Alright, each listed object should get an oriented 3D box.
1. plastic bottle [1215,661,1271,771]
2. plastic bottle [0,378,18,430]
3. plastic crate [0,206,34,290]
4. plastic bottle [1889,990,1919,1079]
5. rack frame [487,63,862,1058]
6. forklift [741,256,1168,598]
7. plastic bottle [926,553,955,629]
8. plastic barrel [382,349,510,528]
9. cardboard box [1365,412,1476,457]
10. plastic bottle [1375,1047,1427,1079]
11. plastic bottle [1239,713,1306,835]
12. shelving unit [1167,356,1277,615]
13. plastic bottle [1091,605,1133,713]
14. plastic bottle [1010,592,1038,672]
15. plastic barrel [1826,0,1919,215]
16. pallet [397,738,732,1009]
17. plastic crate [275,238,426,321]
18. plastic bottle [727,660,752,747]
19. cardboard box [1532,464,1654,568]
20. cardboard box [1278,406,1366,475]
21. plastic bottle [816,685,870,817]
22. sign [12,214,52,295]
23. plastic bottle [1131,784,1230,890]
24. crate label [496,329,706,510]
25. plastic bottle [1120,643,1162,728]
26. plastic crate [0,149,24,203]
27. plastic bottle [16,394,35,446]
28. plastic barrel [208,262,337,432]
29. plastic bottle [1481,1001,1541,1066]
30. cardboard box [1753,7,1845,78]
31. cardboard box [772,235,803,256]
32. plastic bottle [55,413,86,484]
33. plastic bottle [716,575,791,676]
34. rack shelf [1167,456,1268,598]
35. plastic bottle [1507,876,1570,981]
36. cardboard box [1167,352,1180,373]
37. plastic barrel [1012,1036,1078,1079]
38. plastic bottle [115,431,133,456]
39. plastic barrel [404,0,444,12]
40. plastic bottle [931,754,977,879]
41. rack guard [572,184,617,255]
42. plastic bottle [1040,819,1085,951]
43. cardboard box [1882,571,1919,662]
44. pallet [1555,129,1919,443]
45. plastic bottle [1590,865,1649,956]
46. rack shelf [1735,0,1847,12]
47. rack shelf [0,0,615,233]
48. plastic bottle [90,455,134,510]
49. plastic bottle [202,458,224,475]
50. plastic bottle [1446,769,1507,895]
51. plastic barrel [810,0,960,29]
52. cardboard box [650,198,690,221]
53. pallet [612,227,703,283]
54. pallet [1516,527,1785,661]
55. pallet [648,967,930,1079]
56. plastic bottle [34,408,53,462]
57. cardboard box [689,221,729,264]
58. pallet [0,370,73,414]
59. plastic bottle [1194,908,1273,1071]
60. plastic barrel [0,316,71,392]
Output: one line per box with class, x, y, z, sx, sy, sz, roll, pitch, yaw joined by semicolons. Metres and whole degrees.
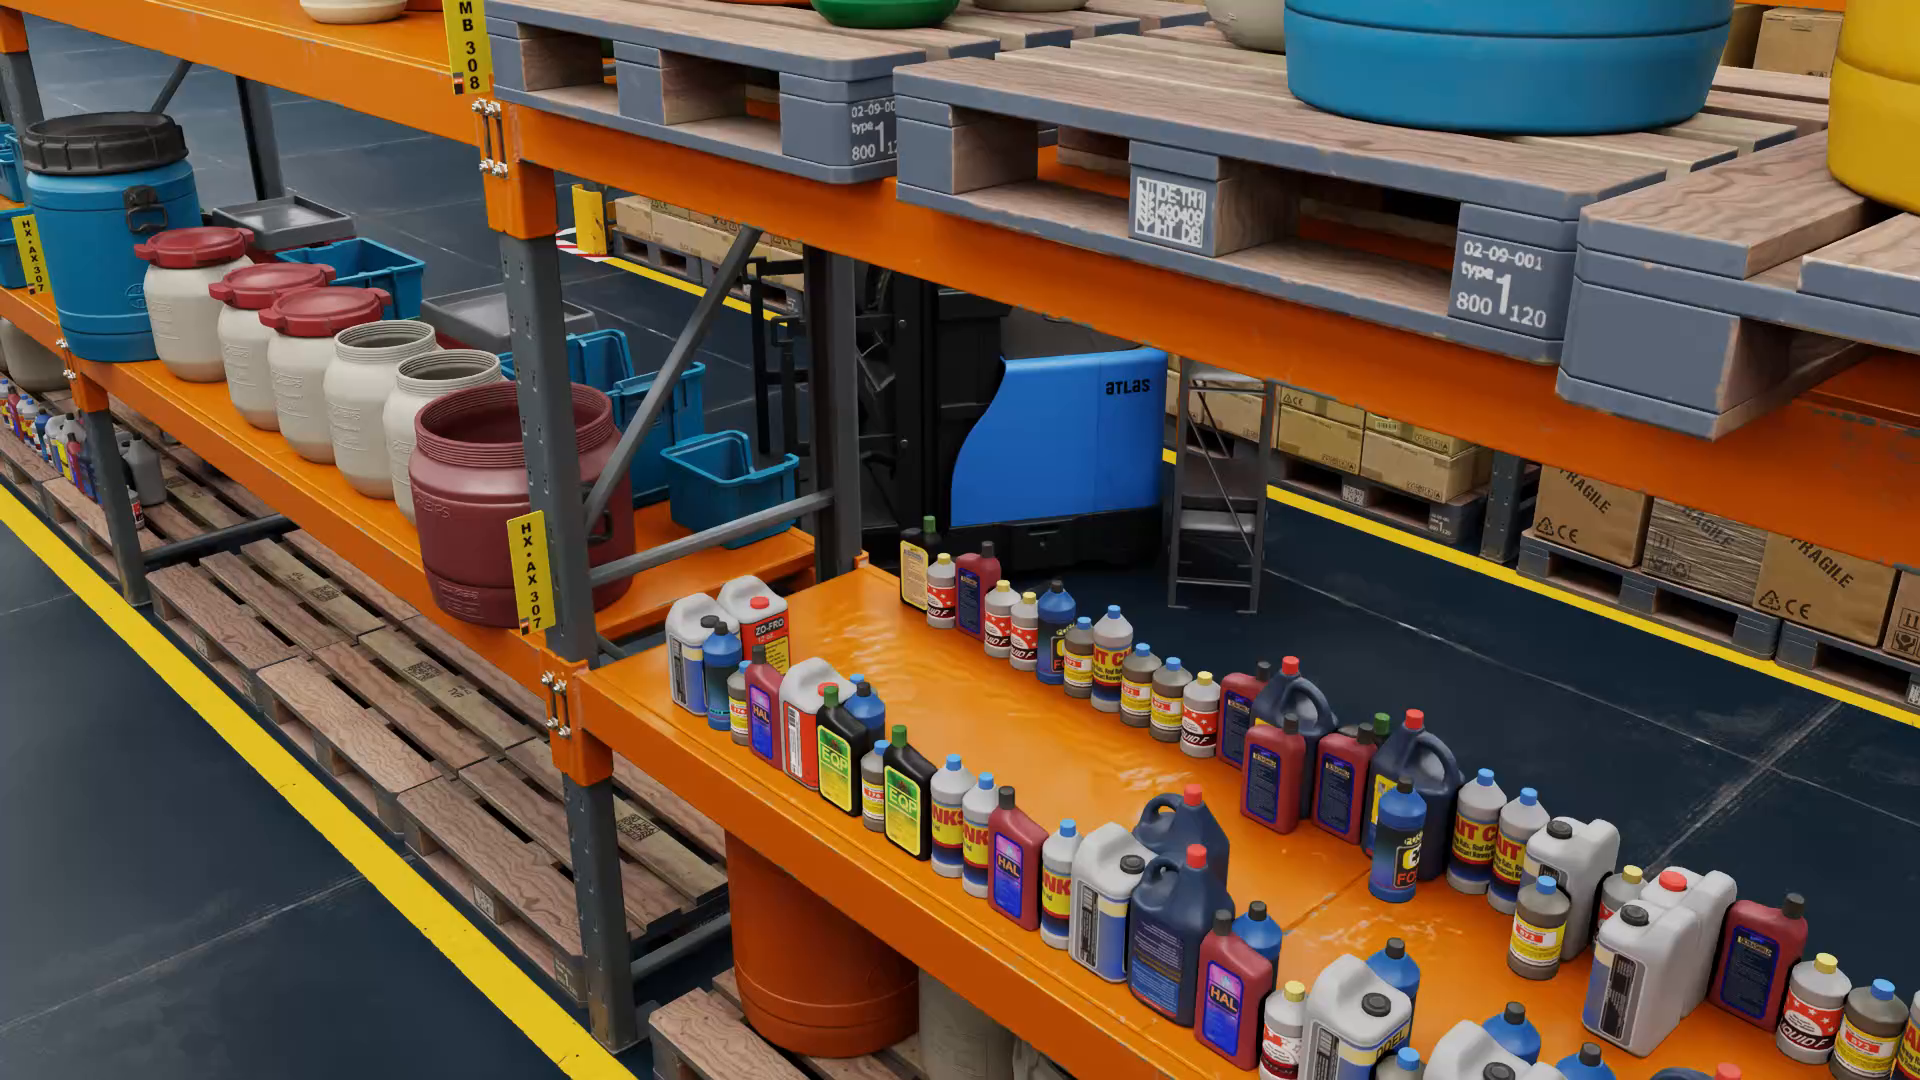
plastic bottle;0.672;0.403;3.892;0.061;0.283;0.133;-21;32;-38
plastic bottle;-5.154;-0.742;9.020;0.097;0.271;0.097;0;25;0
plastic crate;-4.386;-1.400;7.884;0.499;0.251;0.616;-21;32;-38
plastic bottle;1.689;0.871;2.882;0.097;0.271;0.097;0;25;0
rack frame;-0.697;0.003;4.630;1.000;3.000;0.127;-21;32;-38
forklift;-0.605;-1.271;7.505;3.031;2.935;1.130;-6;25;-13
plastic bottle;-0.044;0.135;4.580;0.097;0.201;0.097;0;25;0
plastic barrel;-1.556;-0.299;5.158;0.421;0.512;0.421;0;25;0
cardboard box;2.383;-0.686;8.270;0.500;0.311;0.500;-20;31;-37
plastic bottle;0.746;0.945;2.803;0.097;0.201;0.097;0;25;0
plastic bottle;0.693;0.500;3.680;0.061;0.283;0.133;-21;32;-38
shelving unit;1.181;-0.733;7.327;0.431;2.100;0.503;4;25;8
plastic bottle;0.380;0.291;4.154;0.097;0.271;0.097;0;25;0
plastic bottle;0.180;0.234;4.362;0.097;0.201;0.097;0;25;0
plastic barrel;1.265;-0.646;1.705;0.600;0.588;0.600;0;25;0
pallet;-1.198;1.025;5.748;1.003;0.211;1.213;-21;32;-38
plastic crate;-2.450;-0.956;6.751;0.392;0.384;0.575;-21;32;-38
plastic bottle;-0.512;0.388;4.025;0.097;0.201;0.097;0;25;0
cardboard box;3.023;-0.245;7.656;0.500;0.500;0.500;-20;31;-36
cardboard box;2.028;-0.587;8.730;0.500;0.250;0.500;-22;32;-39
plastic bottle;-0.263;0.472;3.742;0.061;0.283;0.133;-21;32;-38
sign;-3.840;-1.183;6.895;0.100;0.325;0.005;-21;32;-38
plastic bottle;0.436;0.634;3.307;0.144;0.351;0.185;-21;32;-38
crate label;-1.179;-0.391;5.451;0.502;0.435;0.616;-21;32;-38
plastic bottle;0.447;0.352;4.104;0.097;0.201;0.097;0;25;0
plastic crate;-5.165;-2.088;9.393;0.499;0.251;0.408;-21;32;-38
plastic bottle;-4.919;-0.639;8.793;0.097;0.271;0.097;0;25;0
plastic barrel;-2.436;-0.697;6.000;0.433;0.535;0.433;0;25;0
plastic bottle;0.923;0.900;2.818;0.097;0.271;0.097;0;25;0
cardboard box;5.804;-3.355;11.339;0.500;0.500;0.700;20;31;37
cardboard box;-0.967;-2.278;11.534;0.500;0.500;0.500;-21;32;-38
plastic bottle;-4.434;-0.474;8.336;0.144;0.351;0.185;-21;32;-39
plastic bottle;-0.526;0.239;4.262;0.152;0.276;0.135;-21;32;-38
rack shelf;1.181;-0.084;7.623;0.431;0.518;0.480;4;25;8
plastic bottle;1.129;0.747;3.239;0.097;0.201;0.097;0;25;0
cardboard box;1.339;-1.147;9.282;0.500;0.311;0.500;-20;31;-37
plastic barrel;0.421;1.394;3.979;0.600;0.588;0.708;-21;32;-38
plastic bottle;-4.122;-0.391;8.246;0.152;0.276;0.135;-21;32;-38
plastic barrel;-1.547;-2.066;5.033;0.600;0.830;0.708;-21;32;-38
plastic bottle;-0.013;0.577;3.526;0.097;0.271;0.097;0;25;0
rack guard;-2.563;-2.695;13.556;1.175;0.500;0.348;-21;32;-38
plastic bottle;0.211;0.677;3.308;0.097;0.271;0.097;0;25;0
cardboard box;4.085;0.222;6.632;0.500;0.500;0.500;22;33;40
pallet;1.430;-0.274;1.850;1.213;0.211;1.003;-21;32;-38
plastic bottle;1.306;0.733;3.268;0.097;0.201;0.097;0;25;0
rack shelf;4.288;-1.833;5.907;1.077;0.370;4.000;-21;32;-38
rack shelf;-2.064;-1.641;5.485;1.077;0.370;4.000;-21;32;-38
plastic bottle;-4.082;-0.318;7.994;0.144;0.351;0.185;-22;33;-40
plastic bottle;-3.785;-0.526;8.450;0.144;0.351;0.185;-21;32;-38
plastic bottle;1.081;0.601;3.473;0.097;0.271;0.097;0;25;0
plastic barrel;-0.141;-1.096;3.106;0.294;0.245;0.294;0;25;0
cardboard box;-2.000;-2.730;12.524;0.500;0.500;0.500;-21;32;-38
pallet;-1.994;-2.337;13.118;1.003;0.211;1.213;-21;32;-38
pallet;3.404;0.104;7.768;1.003;0.211;1.213;-21;32;-38
pallet;-0.128;1.498;4.712;1.003;0.211;1.213;-21;32;-38
plastic bottle;-4.712;-0.547;8.592;0.097;0.271;0.097;0;25;0
cardboard box;-1.657;-2.238;12.348;0.500;0.250;0.500;-21;32;-38
pallet;-5.528;-0.895;9.958;1.003;0.211;1.213;-21;32;-38
plastic bottle;0.495;0.808;3.005;0.061;0.283;0.133;-21;32;-38
plastic barrel;-5.317;-1.151;9.650;0.421;0.512;0.421;0;25;0
